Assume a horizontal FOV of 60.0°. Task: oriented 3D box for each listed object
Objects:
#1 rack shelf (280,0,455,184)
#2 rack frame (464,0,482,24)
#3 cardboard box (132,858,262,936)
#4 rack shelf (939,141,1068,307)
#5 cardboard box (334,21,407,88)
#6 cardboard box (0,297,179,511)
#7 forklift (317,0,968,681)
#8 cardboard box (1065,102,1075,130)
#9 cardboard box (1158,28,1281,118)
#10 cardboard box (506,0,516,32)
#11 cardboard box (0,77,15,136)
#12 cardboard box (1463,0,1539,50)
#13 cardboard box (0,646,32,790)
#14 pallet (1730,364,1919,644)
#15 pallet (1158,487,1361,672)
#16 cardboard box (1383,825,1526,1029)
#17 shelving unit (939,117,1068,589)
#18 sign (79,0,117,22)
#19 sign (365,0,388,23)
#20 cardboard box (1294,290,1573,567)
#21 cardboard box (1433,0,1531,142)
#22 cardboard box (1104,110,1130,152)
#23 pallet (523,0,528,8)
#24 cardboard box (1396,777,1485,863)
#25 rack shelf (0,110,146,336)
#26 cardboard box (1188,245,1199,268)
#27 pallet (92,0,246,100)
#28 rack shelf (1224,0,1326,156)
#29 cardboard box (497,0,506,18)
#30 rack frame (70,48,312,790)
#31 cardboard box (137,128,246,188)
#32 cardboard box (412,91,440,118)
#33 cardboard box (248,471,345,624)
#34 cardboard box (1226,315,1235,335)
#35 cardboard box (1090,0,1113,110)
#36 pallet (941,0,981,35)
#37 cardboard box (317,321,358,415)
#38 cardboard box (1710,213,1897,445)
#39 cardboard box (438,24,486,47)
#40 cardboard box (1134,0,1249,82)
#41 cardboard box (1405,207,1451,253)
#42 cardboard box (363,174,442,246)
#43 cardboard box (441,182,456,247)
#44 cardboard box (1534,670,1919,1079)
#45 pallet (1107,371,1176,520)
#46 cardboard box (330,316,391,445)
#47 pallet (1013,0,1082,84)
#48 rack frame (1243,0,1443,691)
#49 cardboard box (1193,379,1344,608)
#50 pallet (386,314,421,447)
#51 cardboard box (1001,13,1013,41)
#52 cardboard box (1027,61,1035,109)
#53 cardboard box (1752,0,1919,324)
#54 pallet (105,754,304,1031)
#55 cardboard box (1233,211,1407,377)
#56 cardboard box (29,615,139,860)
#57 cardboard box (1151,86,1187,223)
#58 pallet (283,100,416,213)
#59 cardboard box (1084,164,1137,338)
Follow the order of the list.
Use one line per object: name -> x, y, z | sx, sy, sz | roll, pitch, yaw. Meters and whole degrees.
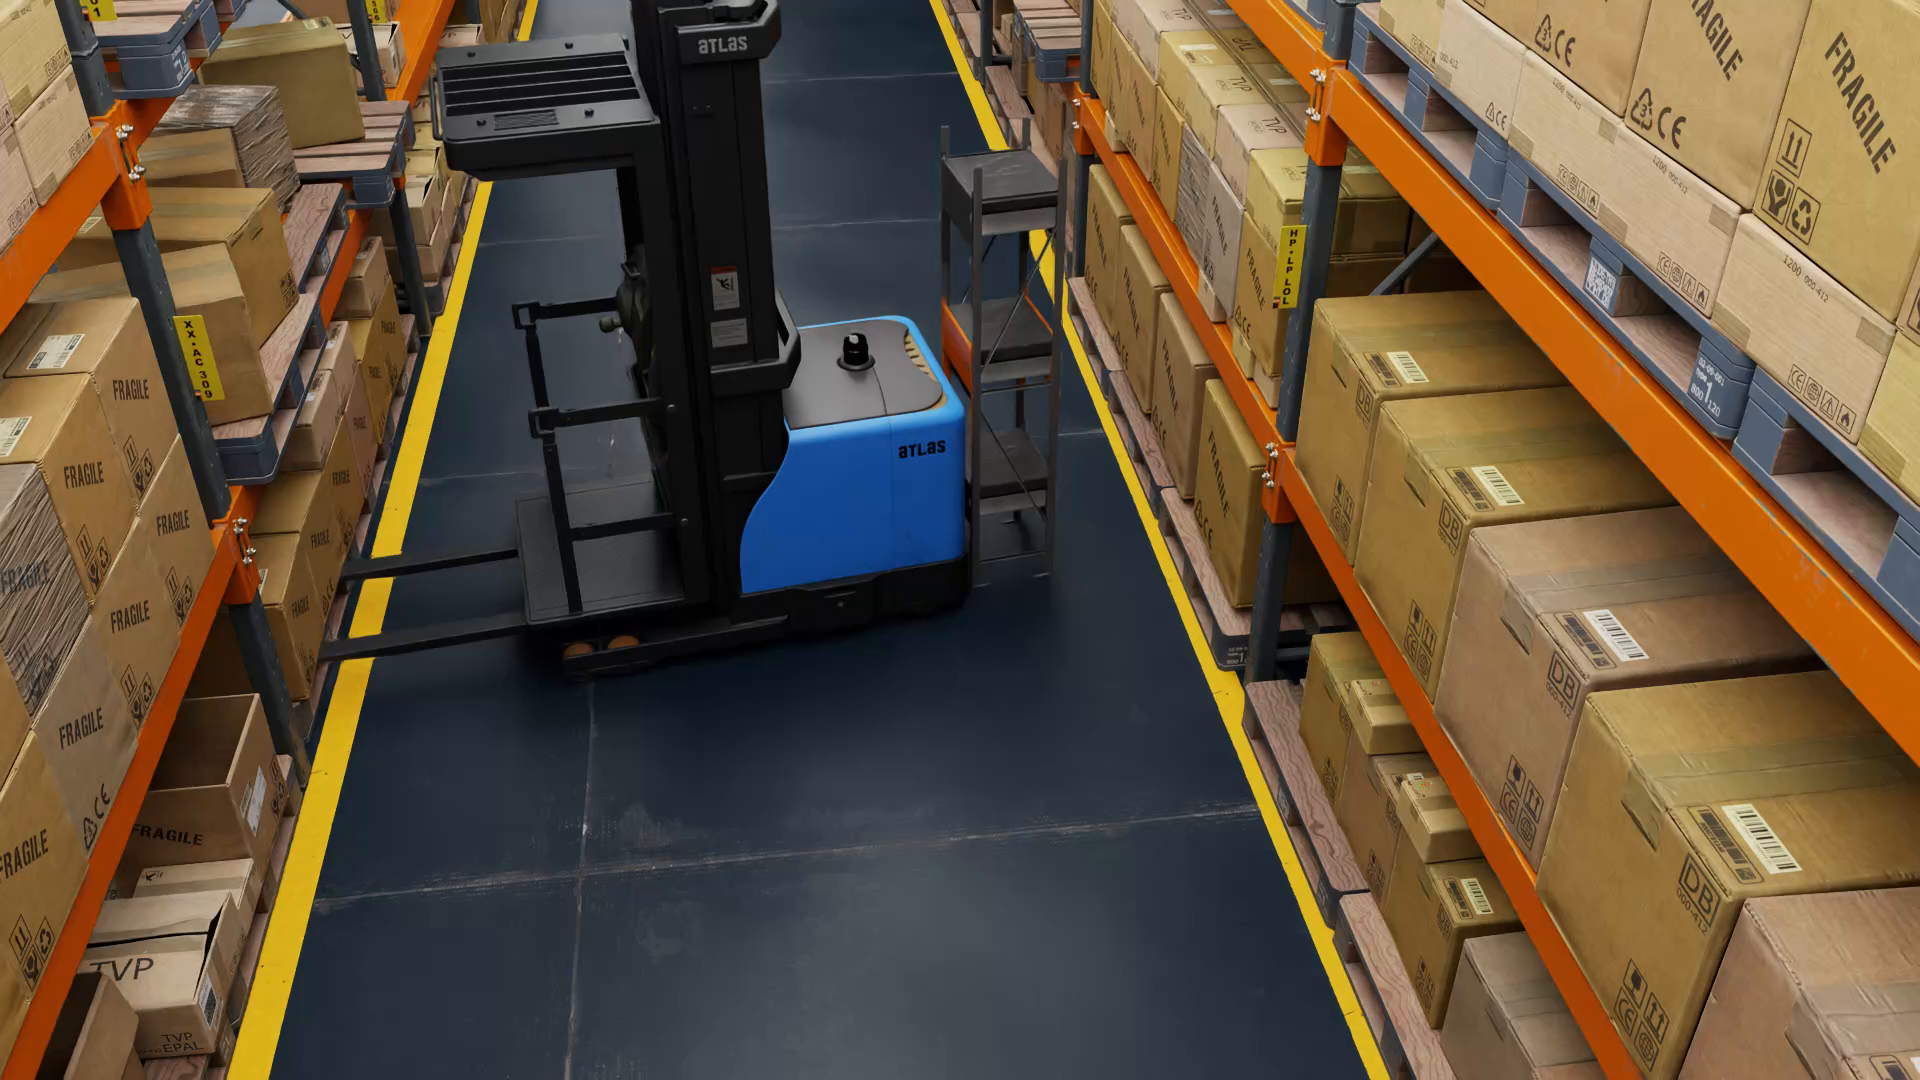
rack shelf -> -3.970, -3.273, 11.027 | 1.077, 0.370, 4.000 | -4, 35, -6
rack frame -> -4.239, -4.686, 12.463 | 1.000, 3.000, 0.127 | -4, 35, -6
cardboard box -> -2.695, 1.276, 5.855 | 0.380, 0.149, 0.250 | -4, 35, -6
rack shelf -> 0.180, -1.368, 7.175 | 0.431, 0.518, 0.480 | -9, 35, -13
cardboard box -> -3.629, -2.931, 9.966 | 0.500, 0.311, 0.500 | -5, 35, -7
cardboard box -> -2.838, -0.414, 5.217 | 0.500, 0.500, 0.500 | -4, 34, -6
forklift -> -1.538, -0.921, 6.998 | 3.031, 2.935, 1.130 | -9, 35, -13
cardboard box -> 1.105, -2.674, 11.339 | 0.700, 0.500, 0.500 | -4, 35, -6
cardboard box -> 1.232, -2.178, 7.745 | 0.500, 0.250, 0.500 | -5, 35, -7
cardboard box -> -4.125, -4.564, 14.352 | 0.500, 0.250, 0.500 | -4, 35, -6
cardboard box -> -2.764, -1.076, 4.191 | 0.500, 0.250, 0.500 | -4, 35, -6
cardboard box -> 1.639, -1.596, 4.270 | 0.500, 0.500, 0.500 | -5, 35, -7
cardboard box -> -2.633, 0.434, 3.973 | 0.500, 0.500, 0.500 | -5, 35, -7
pallet -> 2.173, 0.017, 2.976 | 1.003, 0.211, 1.213 | -4, 35, -6
pallet -> 1.567, 0.128, 7.874 | 1.003, 0.211, 1.213 | -4, 35, -6
cardboard box -> 1.876, 1.253, 5.595 | 0.700, 0.500, 0.500 | -4, 34, -5
shelving unit -> 0.180, -0.801, 7.561 | 0.431, 2.100, 0.503 | -9, 35, -13
sign -> -2.626, -1.720, 4.988 | 0.100, 0.325, 0.005 | -4, 35, -6
sign -> -3.164, -2.946, 8.951 | 0.100, 0.325, 0.005 | -4, 35, -6
cardboard box -> 1.802, -0.419, 5.935 | 0.980, 0.700, 0.700 | -4, 34, -6
cardboard box -> 1.632, -1.300, 4.502 | 0.500, 0.250, 0.500 | -5, 35, -7
cardboard box -> 0.999, -2.238, 9.076 | 0.380, 0.149, 0.250 | -3, 34, -5
pallet -> -4.632, -5.342, 15.902 | 1.003, 0.211, 1.213 | -4, 35, -6
cardboard box -> 1.680, 0.914, 5.516 | 0.380, 0.149, 0.250 | -5, 35, -8
rack shelf -> -2.894, -0.048, 3.632 | 1.077, 0.370, 4.000 | -4, 35, -6
cardboard box -> 1.292, -1.383, 7.821 | 0.380, 0.149, 0.250 | -5, 35, -8
pallet -> -3.181, -1.753, 5.662 | 1.213, 0.211, 1.003 | -4, 35, -6
rack shelf -> 1.477, -2.657, 7.461 | 1.077, 0.370, 4.000 | -4, 35, -6
cardboard box -> -4.066, -4.594, 13.730 | 0.500, 0.500, 0.500 | -4, 35, -6
rack frame -> -3.163, -0.222, 5.912 | 1.000, 3.000, 0.127 | -4, 35, -6
cardboard box -> -3.461, -1.418, 7.205 | 0.700, 0.500, 0.500 | -13, 36, -18
cardboard box -> -3.695, -2.901, 11.415 | 0.500, 0.311, 0.500 | -5, 35, -7
cardboard box -> -3.069, 0.044, 7.350 | 0.500, 0.500, 0.500 | -4, 34, -6
cardboard box -> 1.372, -0.958, 7.197 | 0.380, 0.149, 0.250 | -3, 34, -5
cardboard box -> 1.019, -2.713, 9.197 | 0.500, 0.500, 0.500 | -3, 34, -5
pallet -> 0.377, -4.965, 15.349 | 1.003, 0.211, 1.213 | -4, 35, -6
cardboard box -> -3.189, -0.807, 7.933 | 0.500, 0.250, 0.500 | -5, 35, -7
cardboard box -> 1.851, -0.438, 3.237 | 0.500, 0.250, 0.500 | -6, 35, -8
cardboard box -> -3.900, -3.751, 12.661 | 0.500, 0.311, 0.500 | -4, 35, -6
cardboard box -> 1.157, -2.462, 8.163 | 0.500, 0.250, 0.500 | -4, 34, -6
cardboard box -> 1.942, -1.358, 6.542 | 0.500, 0.250, 0.500 | -3, 34, -5
cardboard box -> -3.480, -2.037, 10.147 | 0.500, 0.311, 0.500 | -3, 34, -5
cardboard box -> -3.549, -2.086, 10.716 | 0.500, 0.250, 0.500 | -5, 35, -8
cardboard box -> 2.096, 0.820, 4.116 | 0.980, 0.700, 0.700 | -5, 35, -7
pallet -> 1.400, -0.554, 8.875 | 1.003, 0.211, 1.213 | -4, 35, -6
cardboard box -> -3.273, -0.810, 8.604 | 0.500, 0.500, 0.500 | -6, 35, -8
pallet -> 1.006, -3.141, 10.366 | 1.213, 0.211, 1.003 | -4, 35, -6
rack frame -> 1.746, -0.599, 6.465 | 1.000, 3.000, 0.127 | -4, 35, -6
cardboard box -> 1.529, -0.237, 7.470 | 0.750, 0.750, 0.750 | -4, 34, -6
pallet -> -3.638, -0.882, 9.357 | 1.003, 0.211, 1.213 | -4, 35, -6
cardboard box -> 0.568, -4.370, 14.125 | 0.380, 0.166, 0.250 | -9, 35, -13
cardboard box -> 0.904, -3.518, 12.578 | 0.700, 0.500, 0.500 | -5, 35, -7
cardboard box -> 1.858, -0.737, 3.010 | 0.500, 0.500, 0.500 | -3, 34, -5
pallet -> -3.071, 1.314, 6.135 | 1.003, 0.211, 1.213 | -4, 35, -6
cardboard box -> 1.434, -1.010, 6.698 | 0.500, 0.500, 0.500 | -5, 35, -7
cardboard box -> -2.699, 0.571, 4.660 | 0.500, 0.500, 0.500 | -4, 34, -5
cardboard box -> 1.224, -1.853, 7.935 | 0.500, 0.500, 0.500 | -3, 34, -5
pallet -> -3.540, -2.002, 8.694 | 1.213, 0.211, 1.003 | -4, 35, -6
cardboard box -> 1.176, -1.696, 9.611 | 0.750, 0.750, 0.750 | -5, 35, -7
